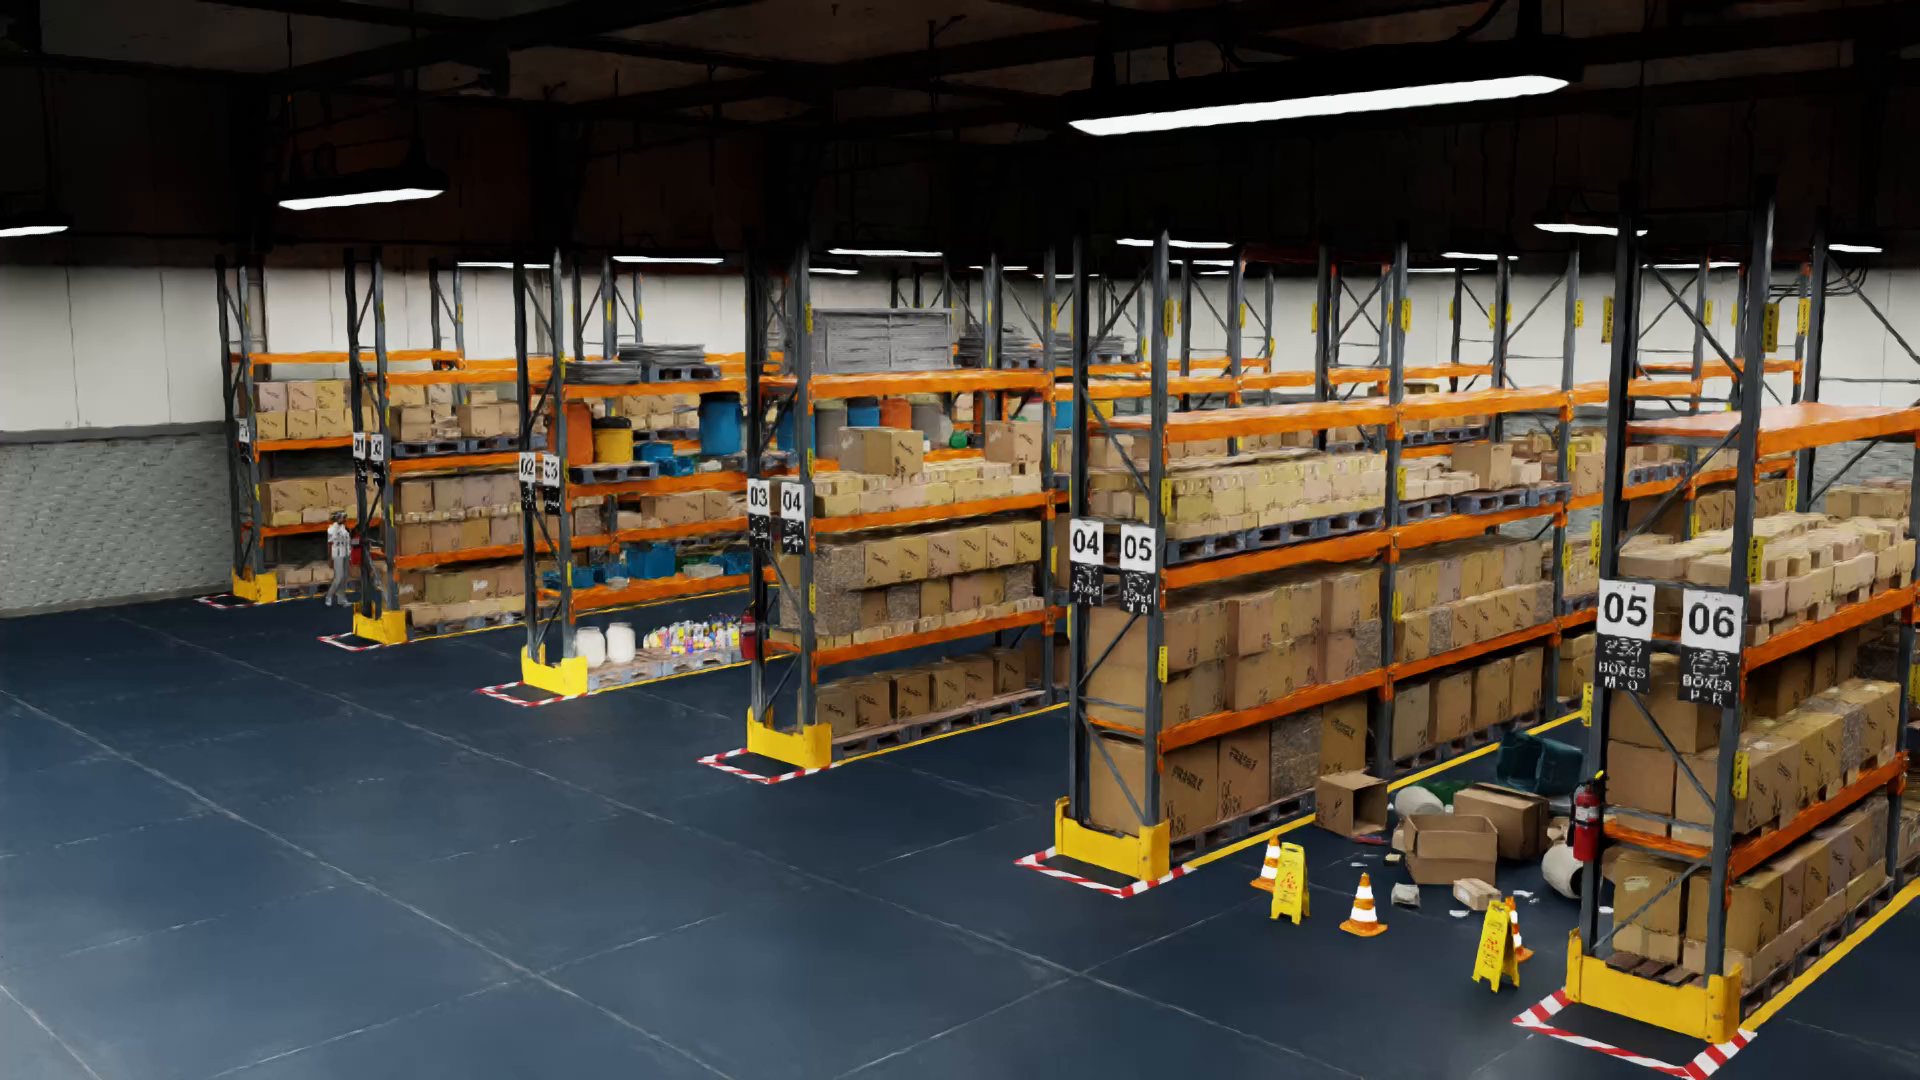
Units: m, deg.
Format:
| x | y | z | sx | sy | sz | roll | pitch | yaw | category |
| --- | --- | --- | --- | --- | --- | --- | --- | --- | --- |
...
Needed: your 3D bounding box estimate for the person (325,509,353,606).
| x | y | z | sx | sy | sz | roll | pitch | yaw | category |
| --- | --- | --- | --- | --- | --- | --- | --- | --- | --- |
| -10.668 | 0.305 | 28.507 | 0.423 | 1.674 | 0.502 | 2 | 8 | 16 | person |
